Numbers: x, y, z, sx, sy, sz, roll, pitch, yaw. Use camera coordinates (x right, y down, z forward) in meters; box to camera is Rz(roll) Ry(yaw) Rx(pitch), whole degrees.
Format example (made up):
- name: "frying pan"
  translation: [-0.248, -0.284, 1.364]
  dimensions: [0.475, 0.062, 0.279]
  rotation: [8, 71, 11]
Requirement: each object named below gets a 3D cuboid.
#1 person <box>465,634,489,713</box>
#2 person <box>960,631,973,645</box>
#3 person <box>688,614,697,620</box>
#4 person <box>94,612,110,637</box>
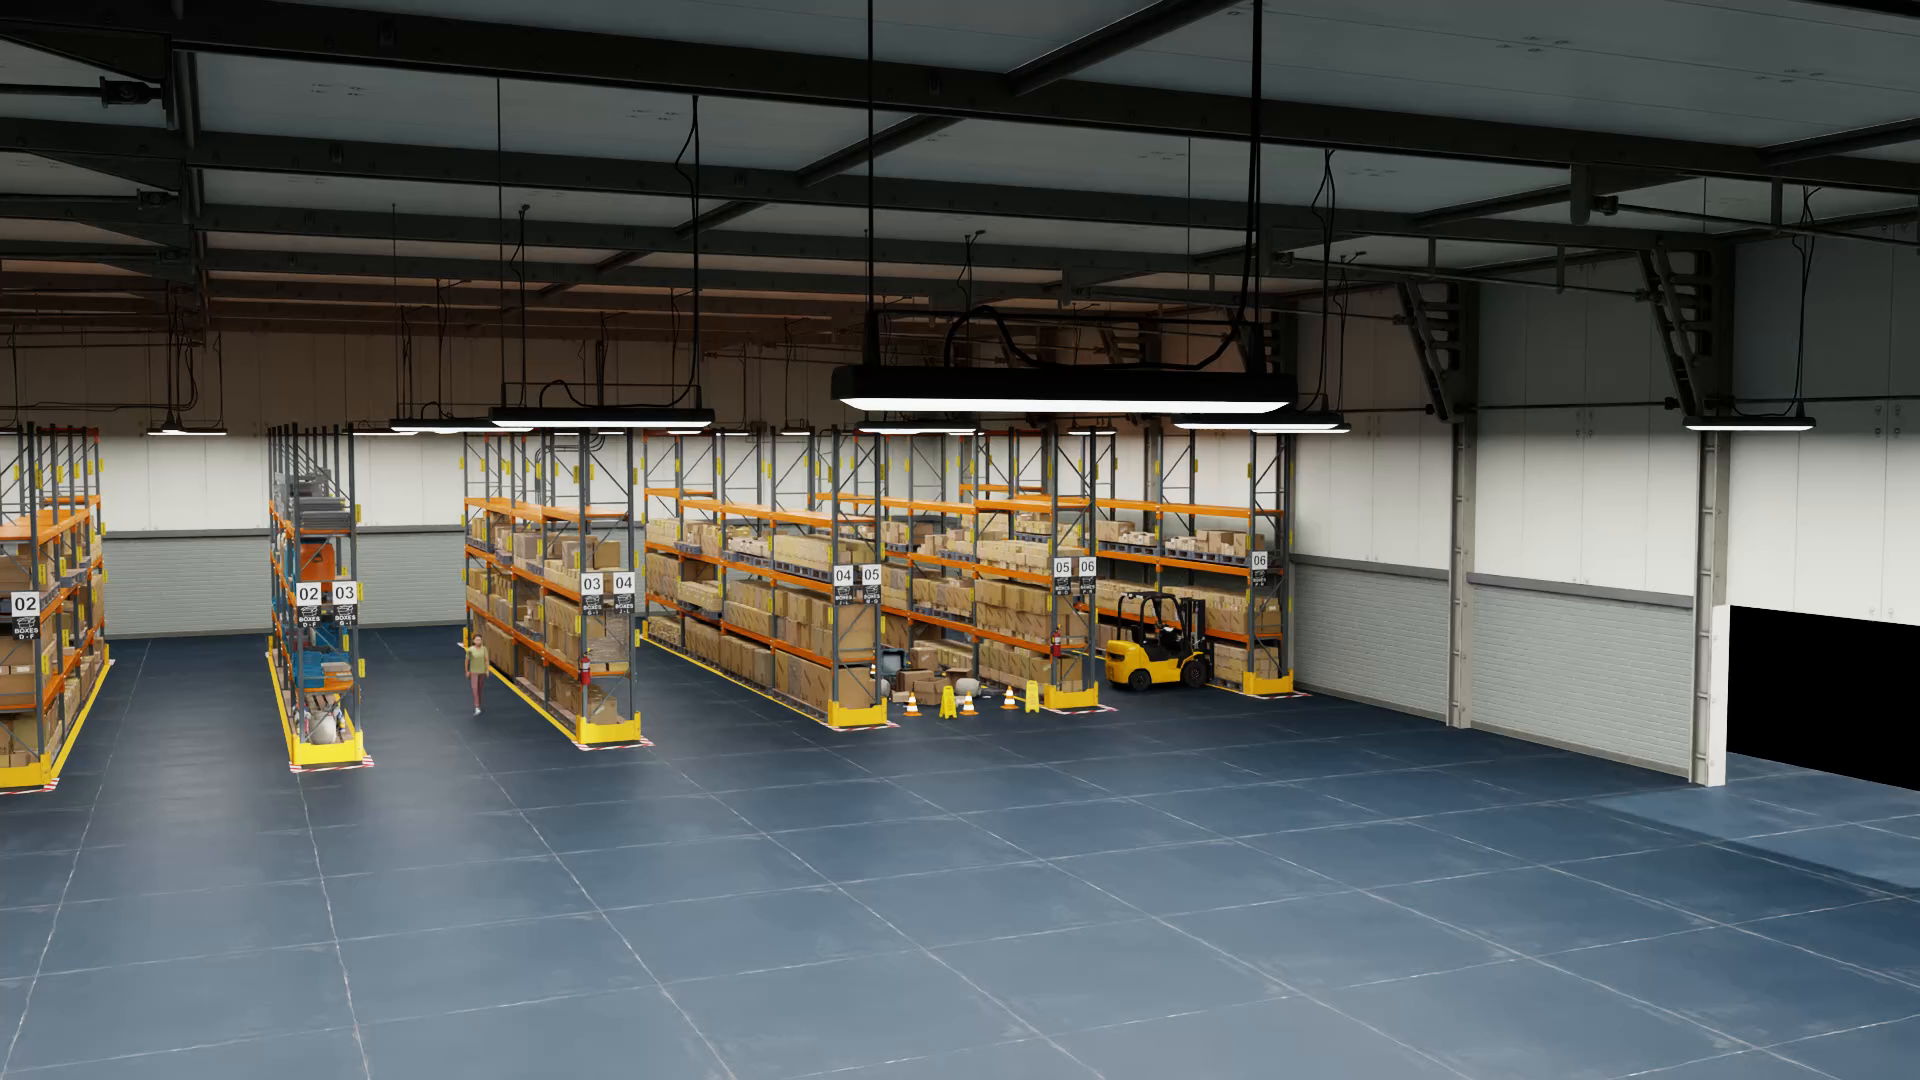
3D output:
- name: "person"
  translation: [-10.036, 2.766, 34.700]
  dimensions: [0.459, 1.623, 0.964]
  rotation: [-3, 4, -37]
- name: "person"
  translation: [0.225, 2.025, 46.144]
  dimensions: [0.397, 1.788, 0.569]
  rotation: [2, 4, 35]
- name: "person"
  translation: [-7.961, 1.866, 49.544]
  dimensions: [0.427, 1.654, 0.510]
  rotation: [-2, 4, -27]
- name: "person"
  translation: [-22.798, 2.224, 43.864]
  dimensions: [1.030, 1.604, 0.521]
  rotation: [1, 4, 21]
